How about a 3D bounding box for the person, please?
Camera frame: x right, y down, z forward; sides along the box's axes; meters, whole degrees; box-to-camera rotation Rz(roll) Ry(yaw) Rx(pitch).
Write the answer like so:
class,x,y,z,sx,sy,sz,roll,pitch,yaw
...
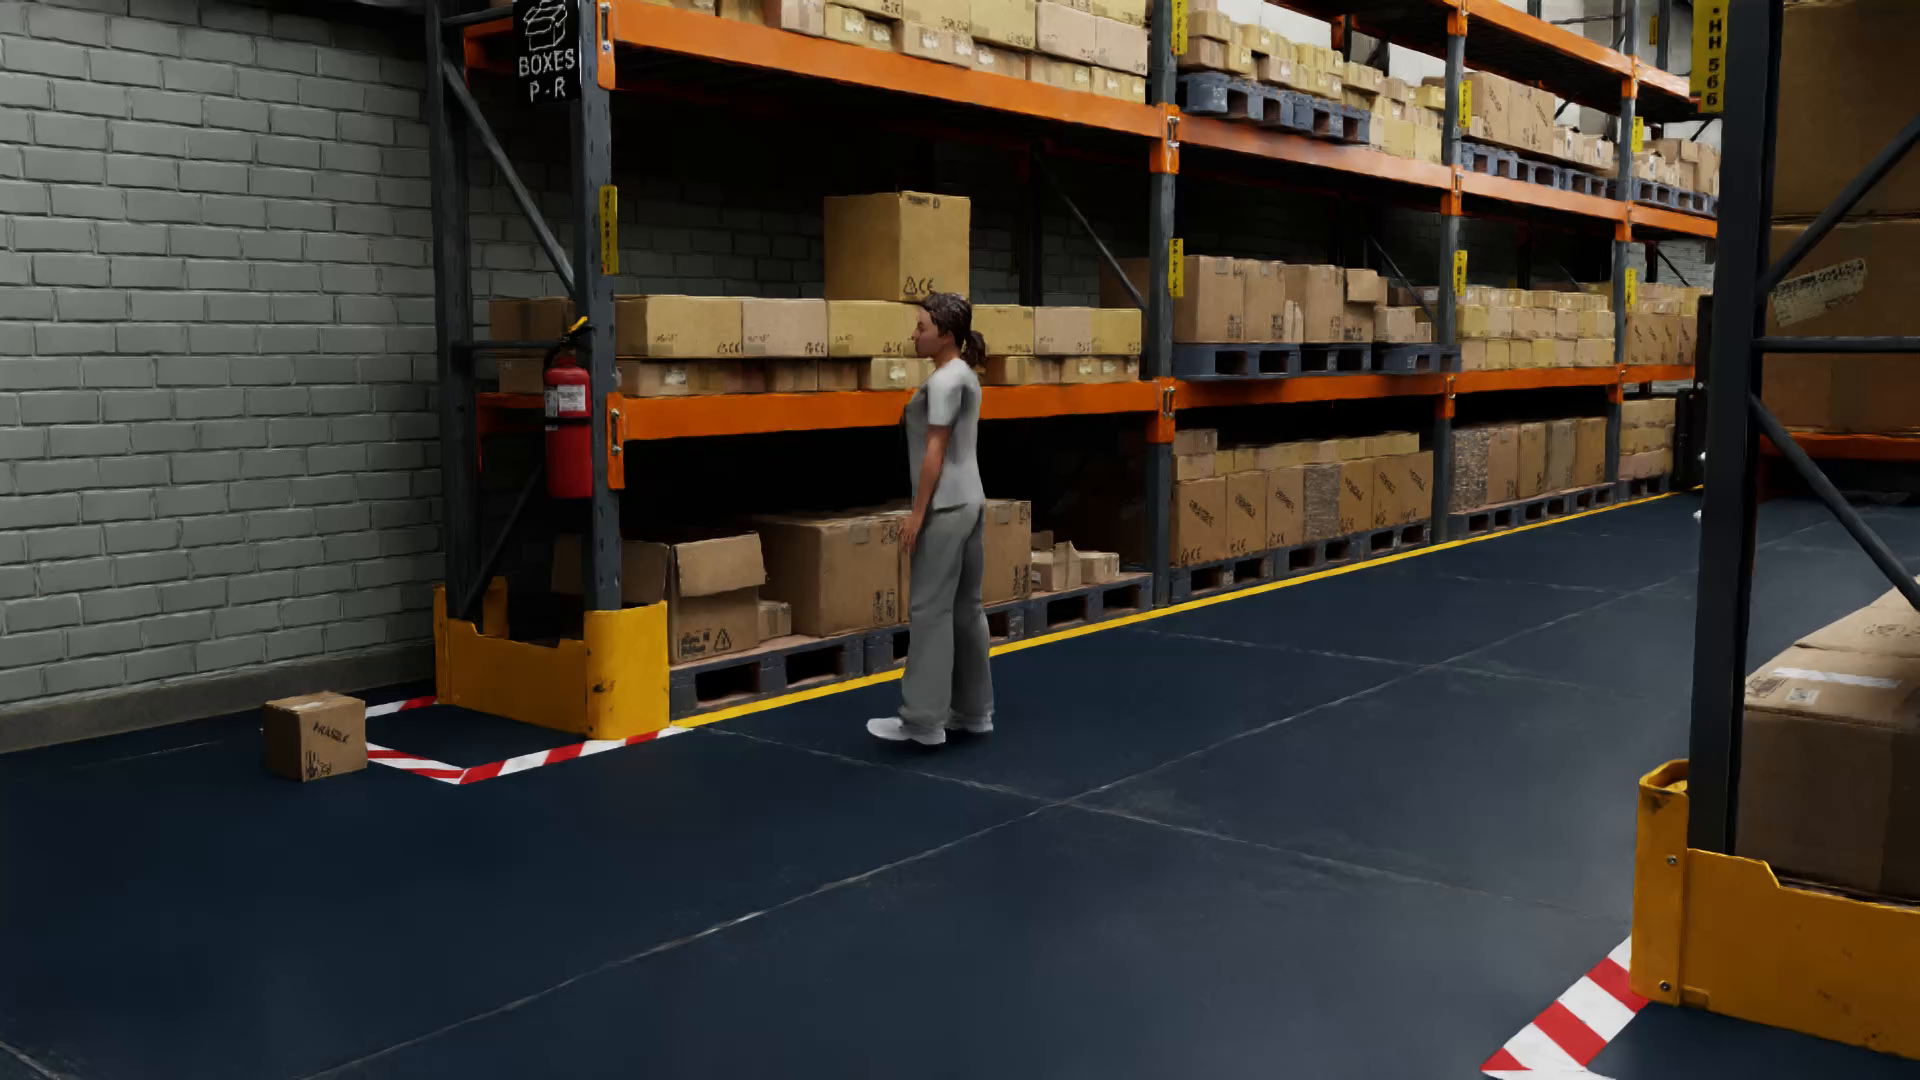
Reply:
class,x,y,z,sx,sy,sz,roll,pitch,yaw
person,-0.106,-0.084,6.223,0.449,1.680,0.525,1,7,11
